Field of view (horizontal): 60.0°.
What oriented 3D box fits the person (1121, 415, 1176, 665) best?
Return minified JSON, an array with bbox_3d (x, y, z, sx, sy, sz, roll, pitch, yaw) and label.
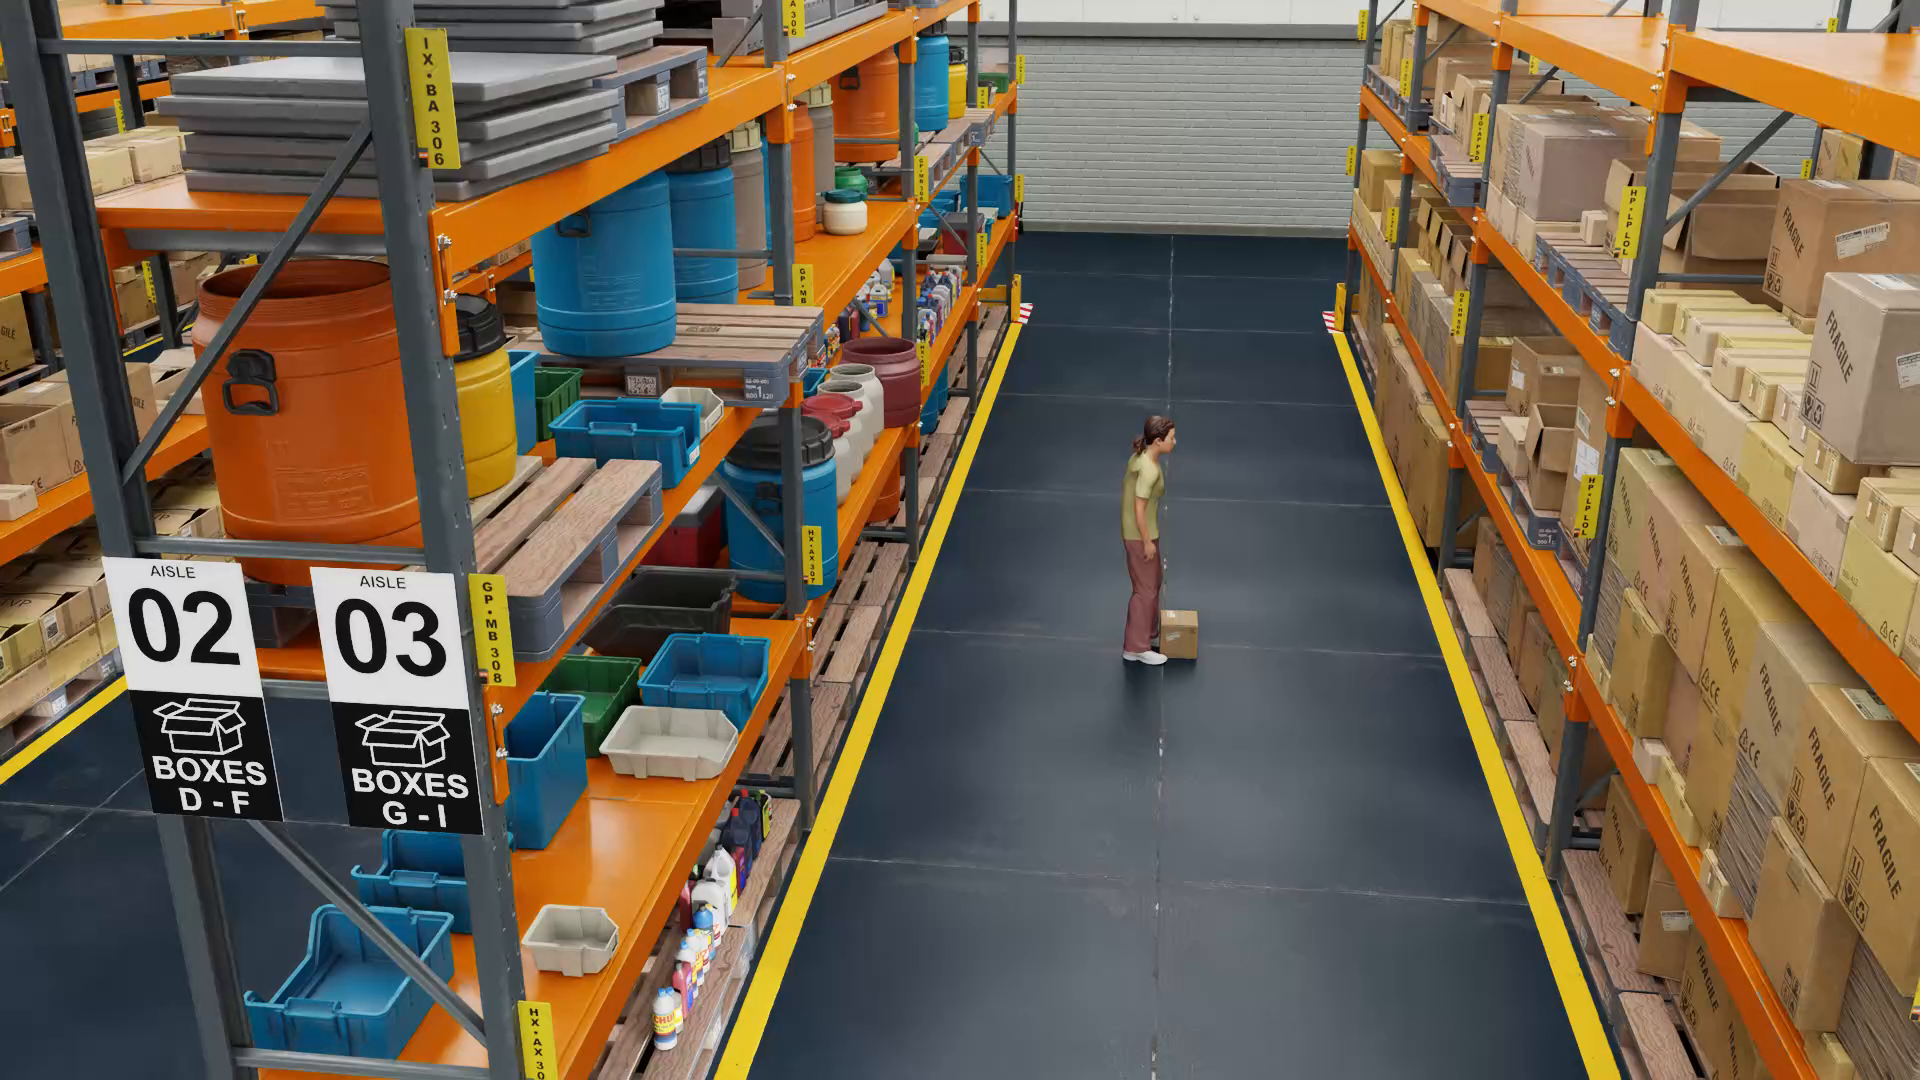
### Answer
[{"bbox_3d":[1.276,-0.025,11.150,0.406,1.673,0.510,2,21,5],"label":"person"}]
